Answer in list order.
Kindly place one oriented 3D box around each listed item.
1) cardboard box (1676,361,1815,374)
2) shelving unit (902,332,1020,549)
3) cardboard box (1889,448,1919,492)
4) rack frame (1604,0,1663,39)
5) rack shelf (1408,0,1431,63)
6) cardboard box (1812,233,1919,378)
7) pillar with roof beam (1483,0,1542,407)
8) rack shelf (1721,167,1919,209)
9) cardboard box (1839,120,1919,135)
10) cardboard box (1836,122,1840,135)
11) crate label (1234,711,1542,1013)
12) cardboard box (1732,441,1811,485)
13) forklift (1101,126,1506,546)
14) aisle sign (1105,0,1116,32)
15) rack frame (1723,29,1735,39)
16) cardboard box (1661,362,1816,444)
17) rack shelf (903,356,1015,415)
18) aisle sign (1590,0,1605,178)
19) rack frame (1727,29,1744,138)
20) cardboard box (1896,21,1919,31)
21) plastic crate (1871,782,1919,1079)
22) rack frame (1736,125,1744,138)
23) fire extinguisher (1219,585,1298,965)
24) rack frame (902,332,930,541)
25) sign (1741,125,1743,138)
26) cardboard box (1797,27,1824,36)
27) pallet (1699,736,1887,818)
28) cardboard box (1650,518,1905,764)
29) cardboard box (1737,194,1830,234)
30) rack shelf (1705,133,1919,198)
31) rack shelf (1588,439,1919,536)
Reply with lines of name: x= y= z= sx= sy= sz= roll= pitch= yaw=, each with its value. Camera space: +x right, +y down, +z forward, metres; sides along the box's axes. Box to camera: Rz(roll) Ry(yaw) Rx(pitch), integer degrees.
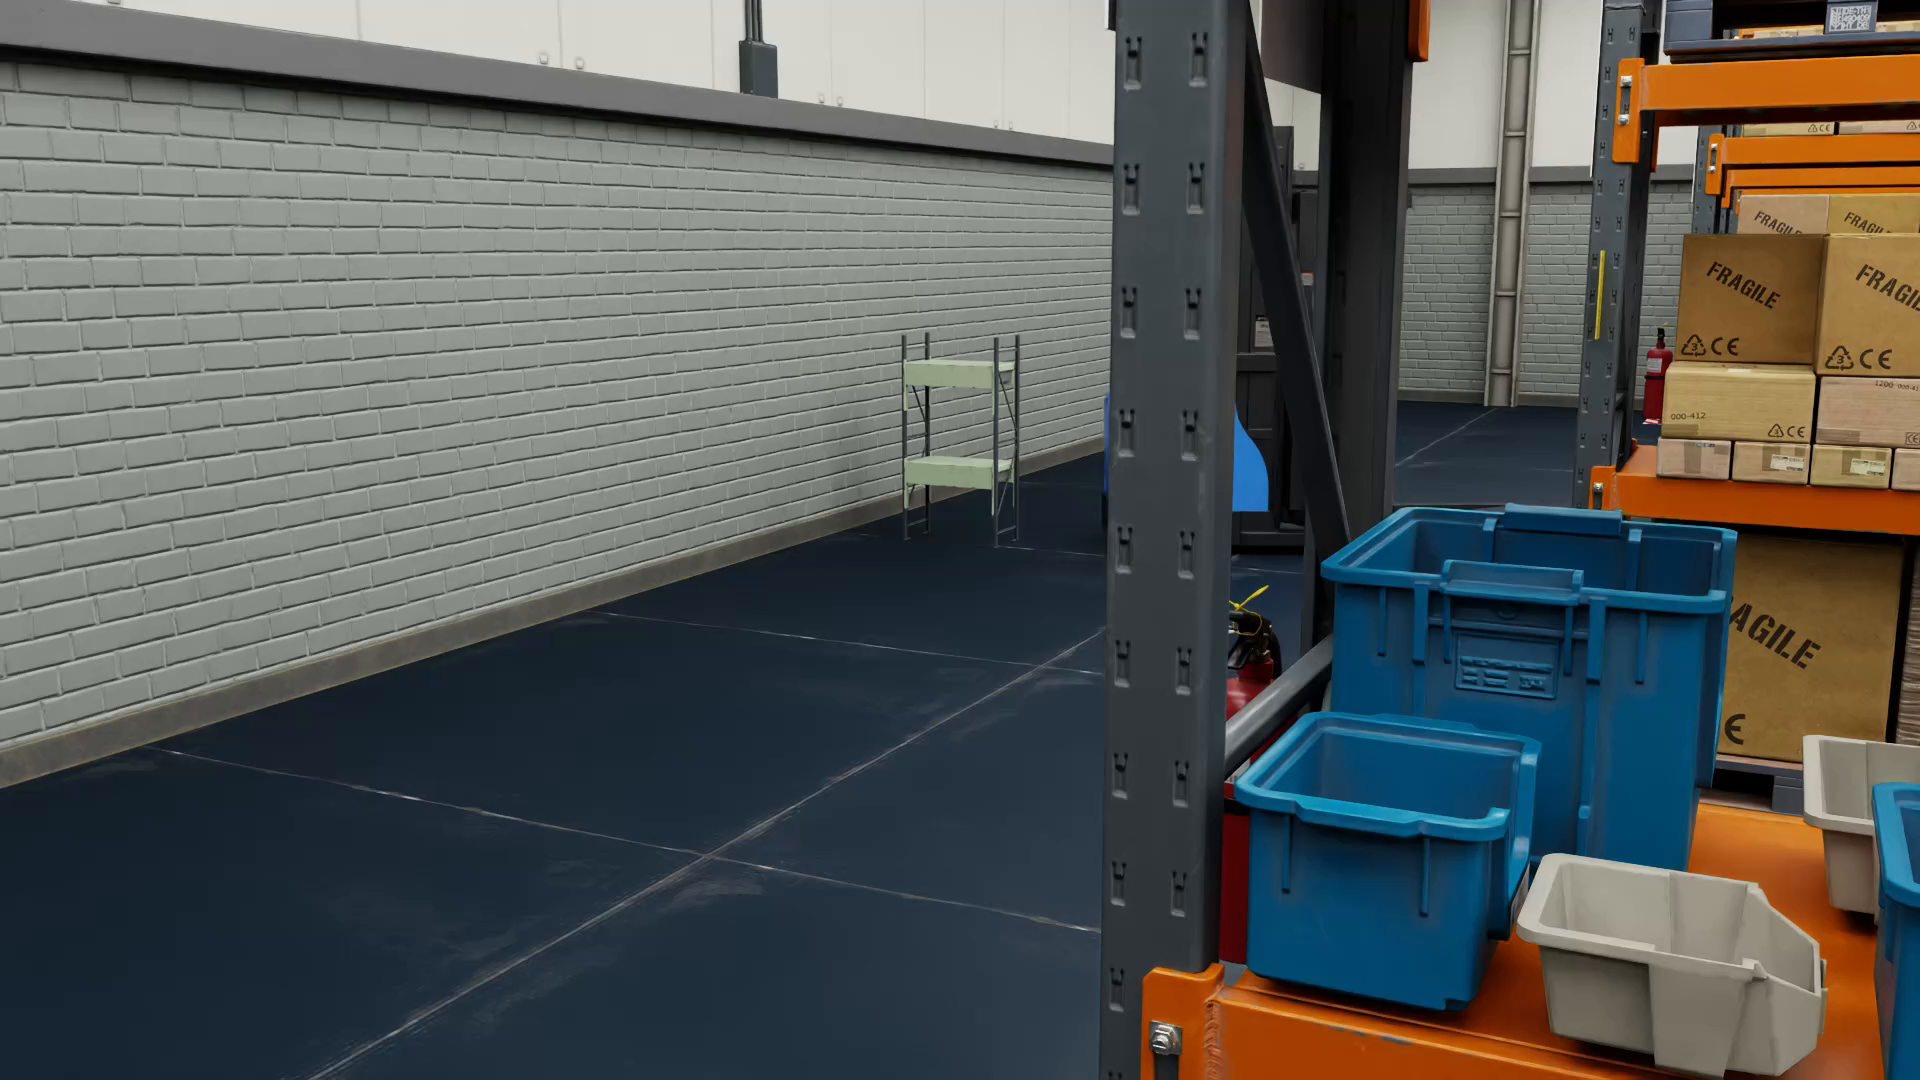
cardboard box: x=3.188 y=-0.612 z=6.777 sx=0.500 sy=0.250 sz=0.500 roll=5 pitch=11 yaw=25
shelving unit: x=0.006 y=-0.737 z=12.094 sx=0.755 sy=1.500 sz=0.431 roll=5 pitch=11 yaw=26
cardboard box: x=3.503 y=-0.271 z=6.009 sx=0.250 sy=0.149 sz=0.380 roll=5 pitch=11 yaw=25
rack frame: x=2.636 y=-3.488 z=6.233 sx=0.127 sy=3.000 sz=1.000 roll=5 pitch=11 yaw=26
rack shelf: x=2.238 y=-0.709 z=1.322 sx=4.000 sy=0.370 sz=1.077 roll=5 pitch=11 yaw=26
cardboard box: x=3.395 y=-0.857 z=6.022 sx=0.500 sy=0.500 sz=0.500 roll=5 pitch=11 yaw=24
pillar with roof beam: x=5.289 y=-5.532 z=17.530 sx=0.400 sy=9.000 sz=9.100 roll=5 pitch=11 yaw=26
rack shelf: x=8.814 y=-3.083 z=14.438 sx=4.000 sy=0.370 sz=1.077 roll=5 pitch=11 yaw=26
cardboard box: x=5.681 y=-2.604 z=10.192 sx=0.500 sy=0.250 sz=0.500 roll=5 pitch=12 yaw=28
cardboard box: x=5.907 y=-2.689 z=10.666 sx=0.500 sy=0.250 sz=0.500 roll=5 pitch=11 yaw=26
crate label: x=0.520 y=0.380 z=2.008 sx=0.303 sy=0.233 sz=0.416 roll=5 pitch=11 yaw=26
cardboard box: x=3.039 y=-0.311 z=6.233 sx=0.250 sy=0.149 sz=0.380 roll=5 pitch=11 yaw=25
forklift: x=2.590 y=-1.431 z=11.905 sx=3.031 sy=2.935 sz=1.130 roll=0 pitch=10 yaw=-1
aisle sign: x=0.248 y=-0.982 z=1.934 sx=0.004 sy=0.787 sz=0.394 roll=5 pitch=11 yaw=26
rack frame: x=4.921 y=-4.272 z=10.566 sx=0.127 sy=3.000 sz=1.000 roll=5 pitch=11 yaw=26
cardboard box: x=2.947 y=-0.527 z=6.307 sx=0.500 sy=0.250 sz=0.500 roll=5 pitch=11 yaw=24
rack shelf: x=0.006 y=-1.122 z=12.024 sx=0.720 sy=0.370 sz=0.431 roll=5 pitch=11 yaw=26
aisle sign: x=2.438 y=-1.773 z=6.302 sx=0.004 sy=0.787 sz=0.394 roll=5 pitch=11 yaw=26
rack frame: x=7.020 y=-5.070 z=14.978 sx=0.127 sy=3.000 sz=1.000 roll=5 pitch=11 yaw=26
cardboard box: x=5.760 y=-3.027 z=10.008 sx=0.250 sy=0.149 sz=0.380 roll=5 pitch=11 yaw=27
plastic crate: x=1.110 y=0.432 z=1.721 sx=0.300 sy=0.233 sz=0.416 roll=5 pitch=11 yaw=26
rack frame: x=9.213 y=-5.863 z=19.359 sx=0.127 sy=3.000 sz=1.000 roll=5 pitch=11 yaw=26
fire extinguisher: x=0.510 y=0.393 z=2.903 sx=0.183 sy=0.674 sz=0.296 roll=5 pitch=11 yaw=26
rack frame: x=-0.322 y=-0.766 z=12.253 sx=0.023 sy=1.500 sz=0.400 roll=5 pitch=11 yaw=26
sign: x=8.973 y=-4.731 z=19.070 sx=0.005 sy=0.325 sz=0.100 roll=5 pitch=11 yaw=26
cardboard box: x=5.331 y=-3.079 z=10.297 sx=0.250 sy=0.149 sz=0.380 roll=6 pitch=12 yaw=28
pallet: x=3.387 y=0.887 z=6.736 sx=1.213 sy=0.211 sz=1.003 roll=5 pitch=11 yaw=26
cardboard box: x=3.245 y=0.341 z=6.711 sx=0.875 sy=0.875 sz=0.875 roll=5 pitch=11 yaw=26
cardboard box: x=5.206 y=-1.930 z=10.546 sx=0.500 sy=0.500 sz=0.500 roll=5 pitch=11 yaw=25
rack shelf: x=6.714 y=-2.284 z=10.026 sx=4.000 sy=0.370 sz=1.077 roll=5 pitch=11 yaw=26
rack shelf: x=4.429 y=-0.024 z=5.960 sx=4.000 sy=0.370 sz=1.077 roll=5 pitch=11 yaw=26
